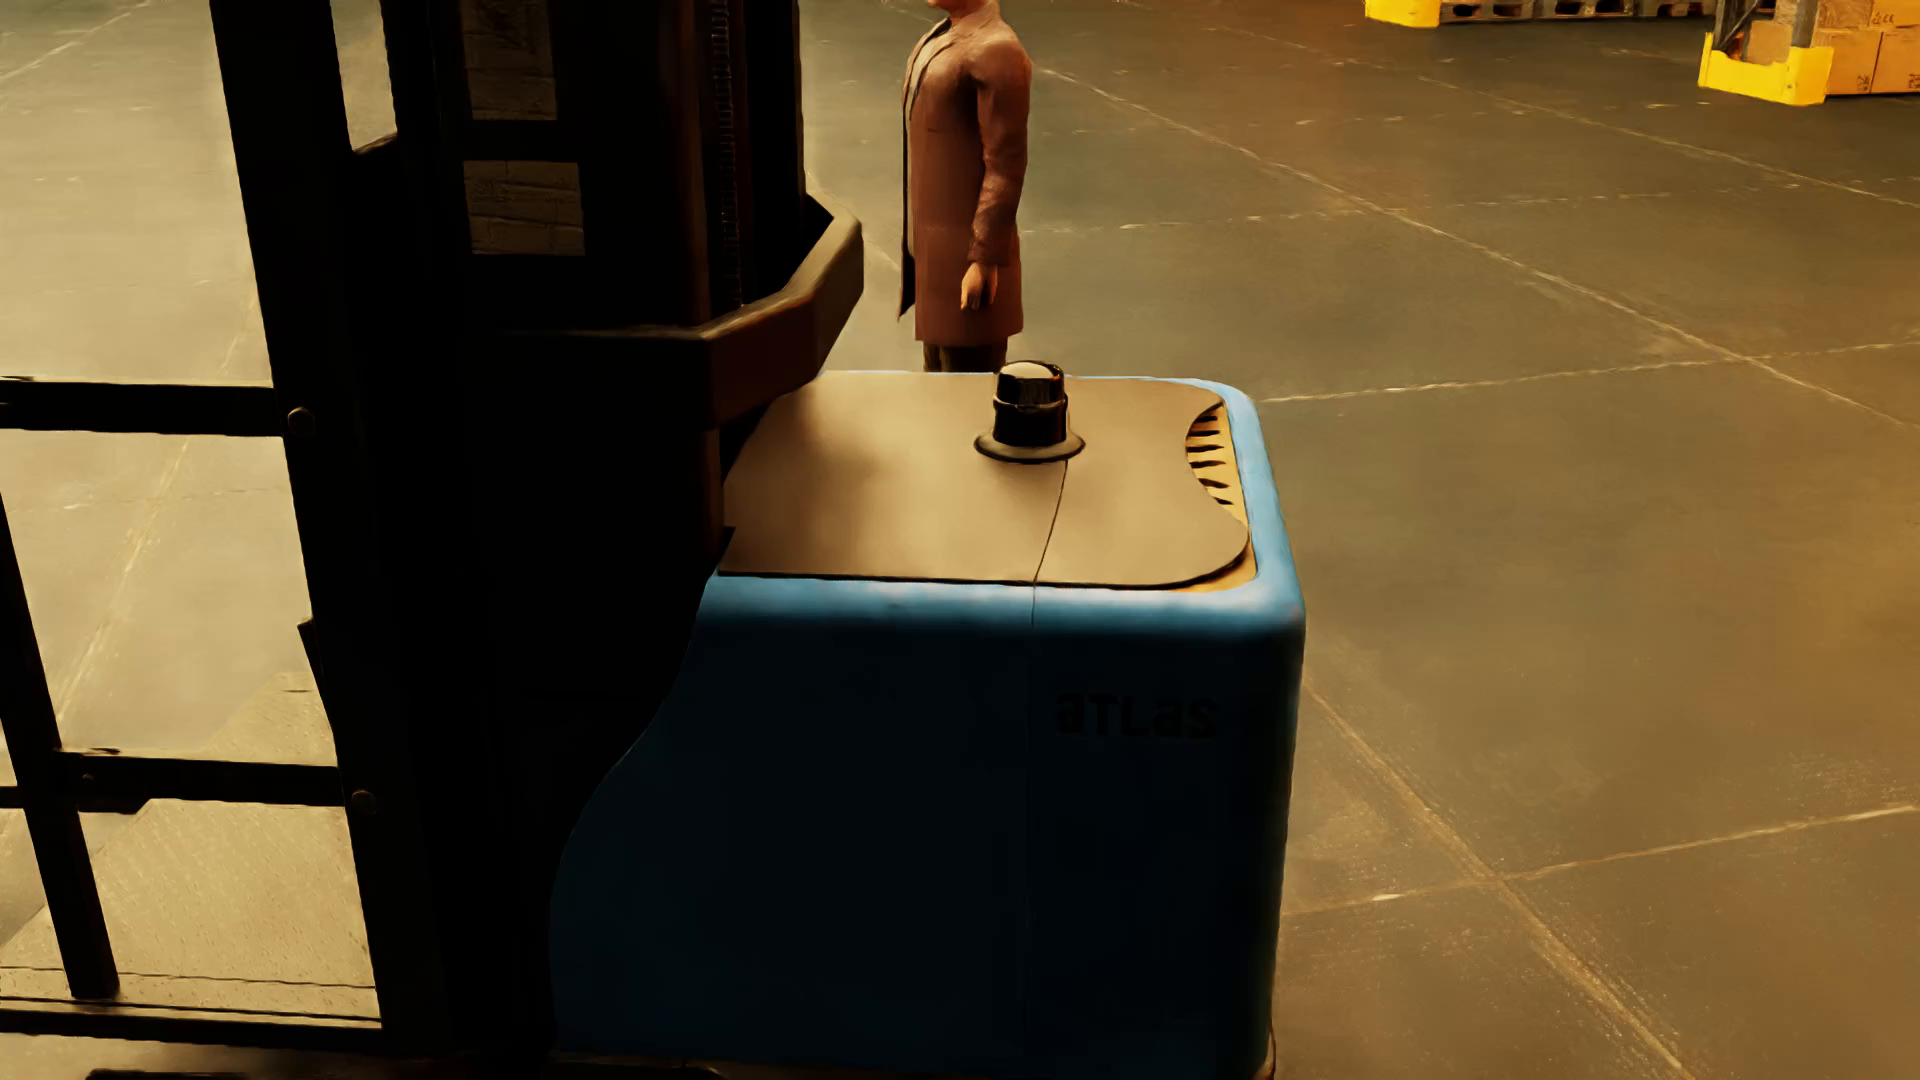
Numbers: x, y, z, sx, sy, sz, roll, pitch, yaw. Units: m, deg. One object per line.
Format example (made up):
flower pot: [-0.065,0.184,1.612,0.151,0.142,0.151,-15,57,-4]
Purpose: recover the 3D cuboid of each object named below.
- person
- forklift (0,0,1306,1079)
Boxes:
person: [-0.025,-0.817,4.695,0.377,1.783,0.558,-6,24,-14]
forklift: [-1.004,-0.516,2.523,3.031,2.935,1.130,2,23,4]
